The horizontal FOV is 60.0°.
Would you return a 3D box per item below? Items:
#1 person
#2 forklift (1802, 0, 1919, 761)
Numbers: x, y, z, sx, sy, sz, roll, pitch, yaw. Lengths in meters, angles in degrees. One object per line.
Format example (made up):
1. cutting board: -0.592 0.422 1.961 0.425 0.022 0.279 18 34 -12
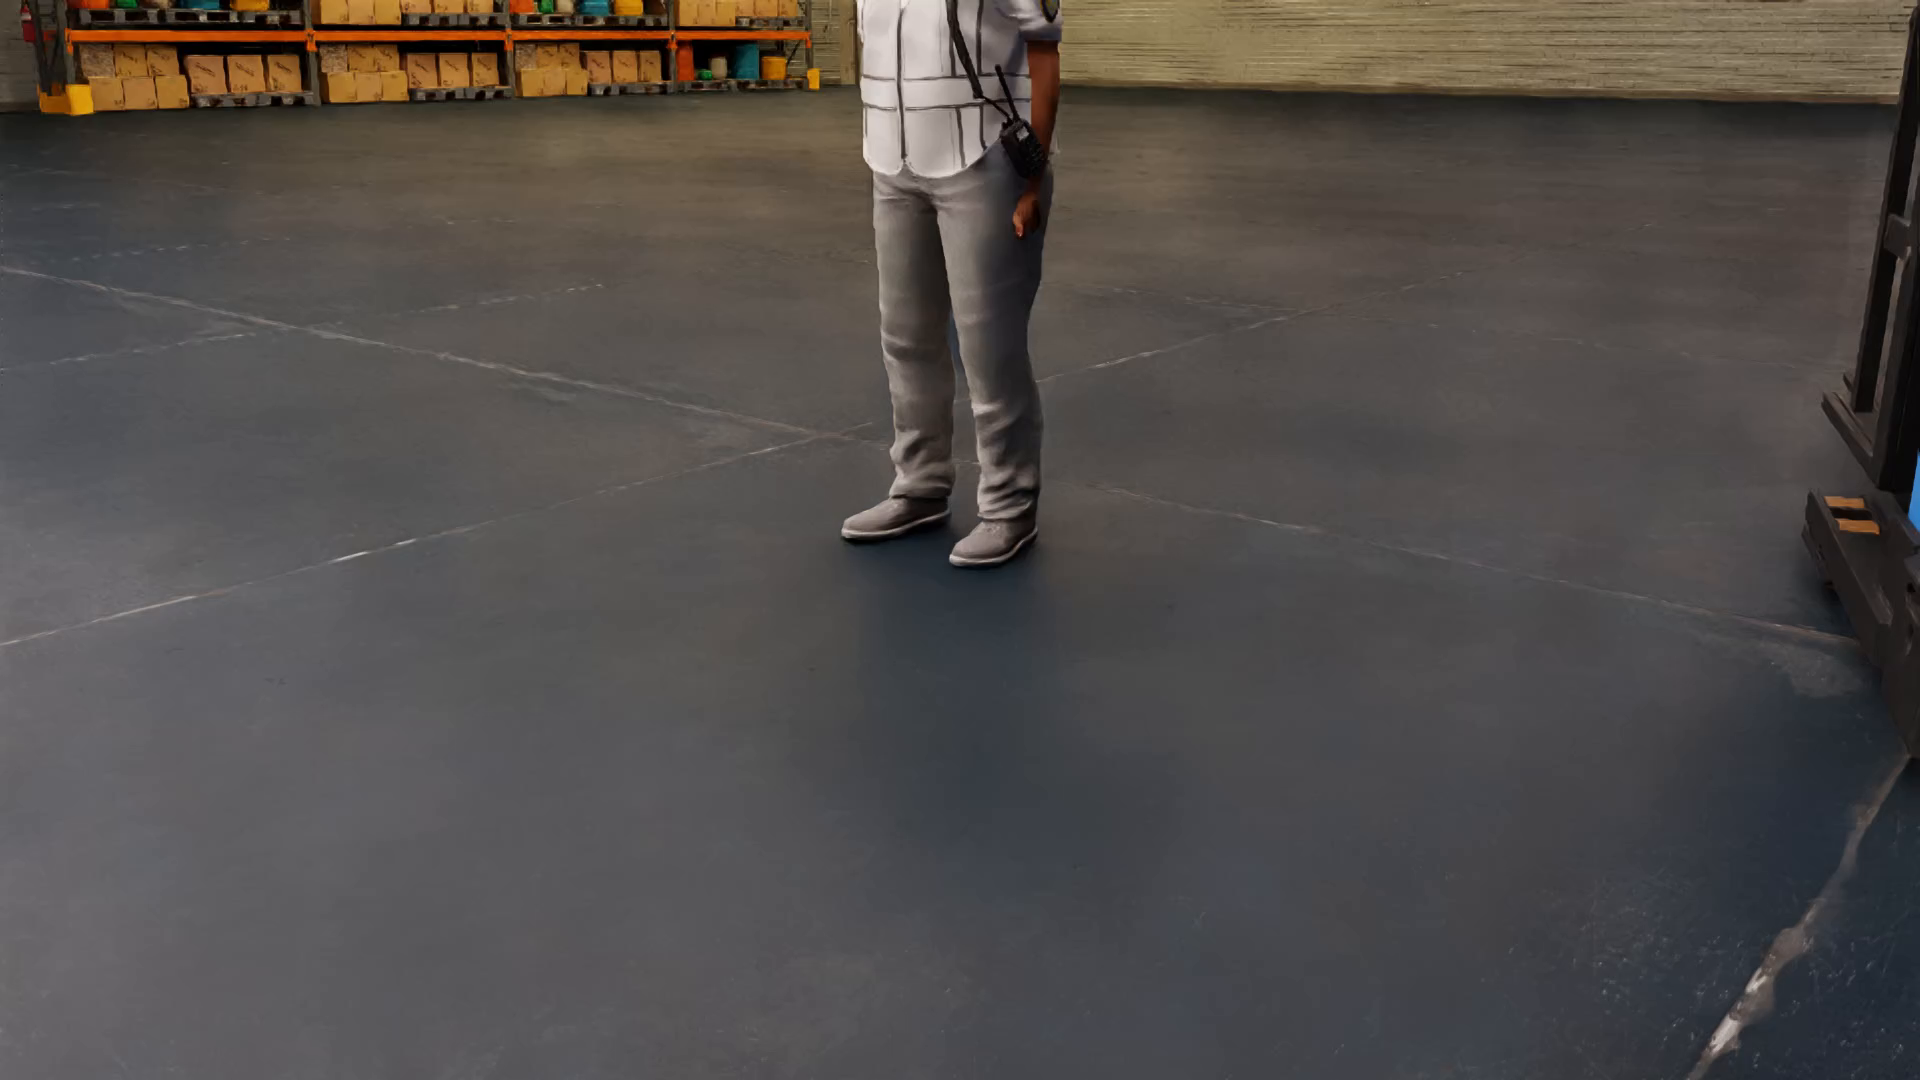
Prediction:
1. person: -0.016 -0.792 3.692 0.482 1.669 0.390 13 21 37
2. forklift: 2.348 -1.221 2.918 1.130 2.935 3.031 6 18 19
